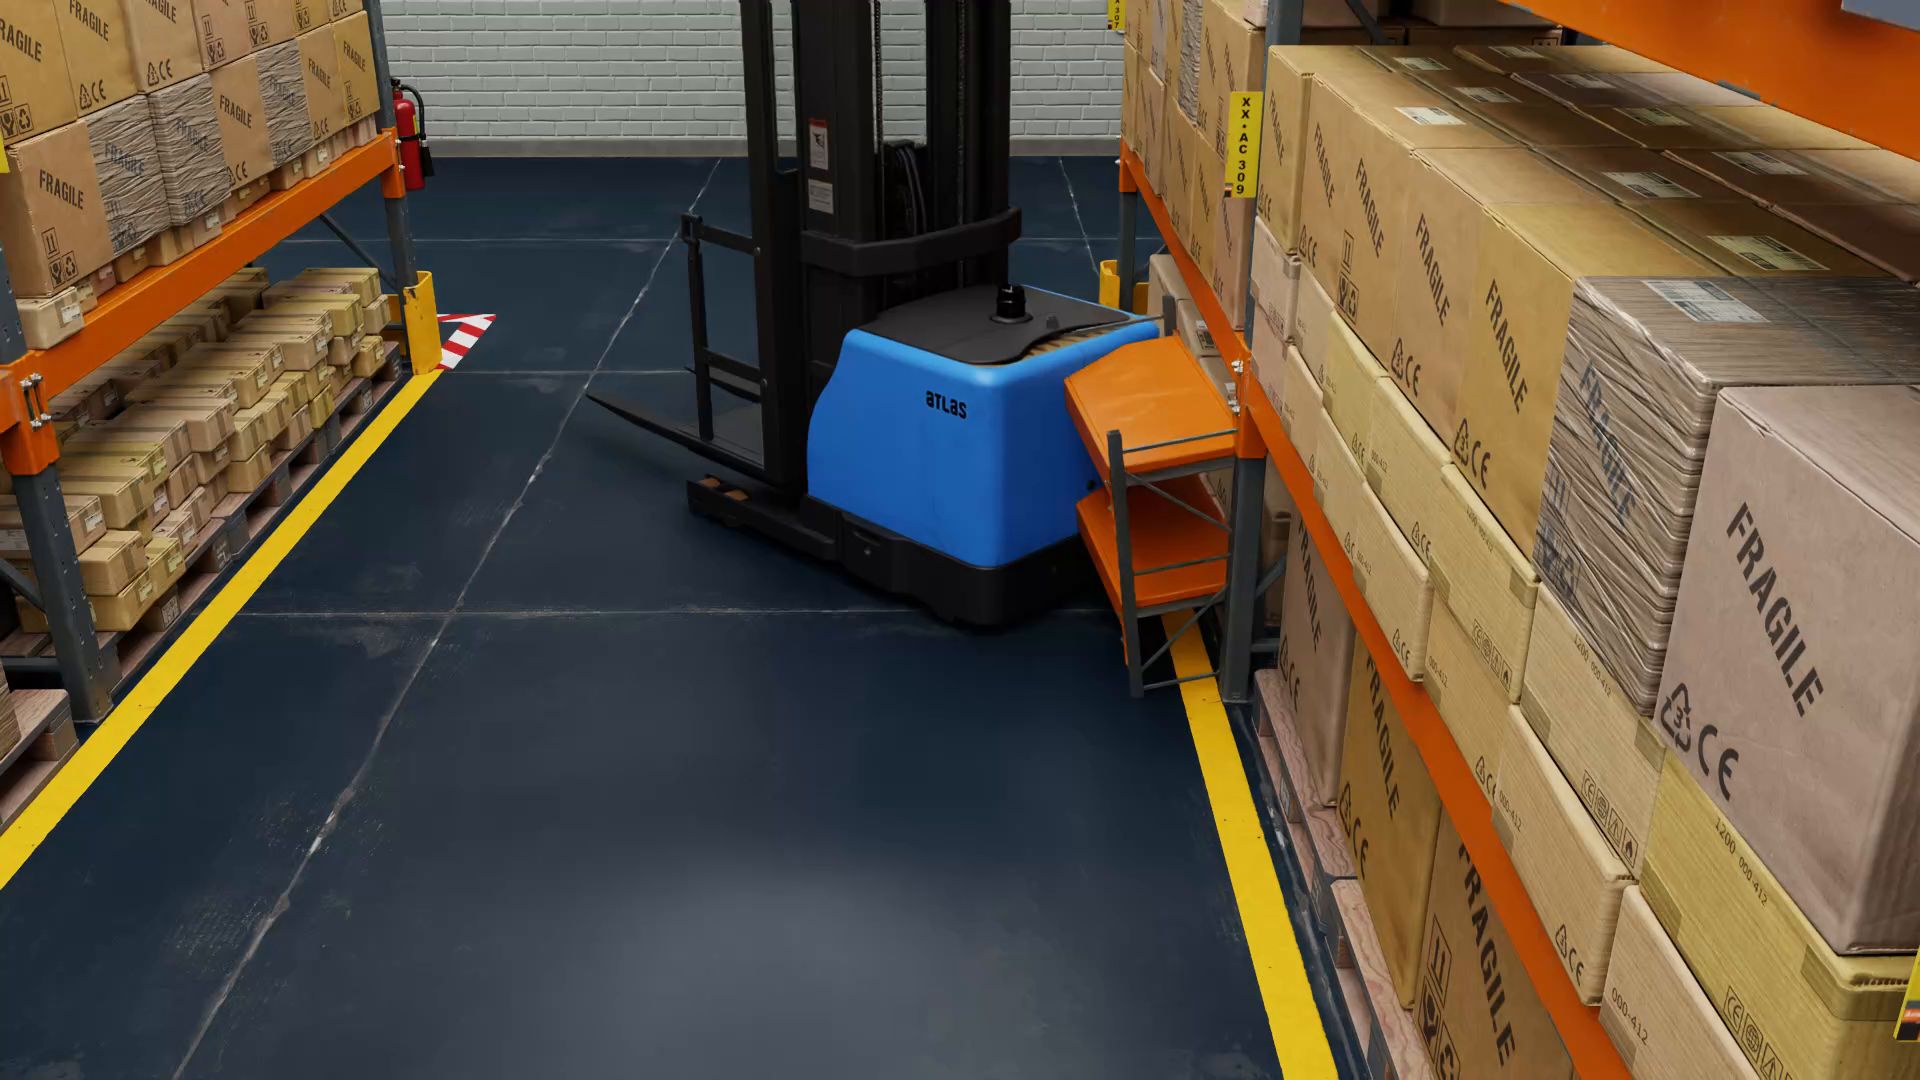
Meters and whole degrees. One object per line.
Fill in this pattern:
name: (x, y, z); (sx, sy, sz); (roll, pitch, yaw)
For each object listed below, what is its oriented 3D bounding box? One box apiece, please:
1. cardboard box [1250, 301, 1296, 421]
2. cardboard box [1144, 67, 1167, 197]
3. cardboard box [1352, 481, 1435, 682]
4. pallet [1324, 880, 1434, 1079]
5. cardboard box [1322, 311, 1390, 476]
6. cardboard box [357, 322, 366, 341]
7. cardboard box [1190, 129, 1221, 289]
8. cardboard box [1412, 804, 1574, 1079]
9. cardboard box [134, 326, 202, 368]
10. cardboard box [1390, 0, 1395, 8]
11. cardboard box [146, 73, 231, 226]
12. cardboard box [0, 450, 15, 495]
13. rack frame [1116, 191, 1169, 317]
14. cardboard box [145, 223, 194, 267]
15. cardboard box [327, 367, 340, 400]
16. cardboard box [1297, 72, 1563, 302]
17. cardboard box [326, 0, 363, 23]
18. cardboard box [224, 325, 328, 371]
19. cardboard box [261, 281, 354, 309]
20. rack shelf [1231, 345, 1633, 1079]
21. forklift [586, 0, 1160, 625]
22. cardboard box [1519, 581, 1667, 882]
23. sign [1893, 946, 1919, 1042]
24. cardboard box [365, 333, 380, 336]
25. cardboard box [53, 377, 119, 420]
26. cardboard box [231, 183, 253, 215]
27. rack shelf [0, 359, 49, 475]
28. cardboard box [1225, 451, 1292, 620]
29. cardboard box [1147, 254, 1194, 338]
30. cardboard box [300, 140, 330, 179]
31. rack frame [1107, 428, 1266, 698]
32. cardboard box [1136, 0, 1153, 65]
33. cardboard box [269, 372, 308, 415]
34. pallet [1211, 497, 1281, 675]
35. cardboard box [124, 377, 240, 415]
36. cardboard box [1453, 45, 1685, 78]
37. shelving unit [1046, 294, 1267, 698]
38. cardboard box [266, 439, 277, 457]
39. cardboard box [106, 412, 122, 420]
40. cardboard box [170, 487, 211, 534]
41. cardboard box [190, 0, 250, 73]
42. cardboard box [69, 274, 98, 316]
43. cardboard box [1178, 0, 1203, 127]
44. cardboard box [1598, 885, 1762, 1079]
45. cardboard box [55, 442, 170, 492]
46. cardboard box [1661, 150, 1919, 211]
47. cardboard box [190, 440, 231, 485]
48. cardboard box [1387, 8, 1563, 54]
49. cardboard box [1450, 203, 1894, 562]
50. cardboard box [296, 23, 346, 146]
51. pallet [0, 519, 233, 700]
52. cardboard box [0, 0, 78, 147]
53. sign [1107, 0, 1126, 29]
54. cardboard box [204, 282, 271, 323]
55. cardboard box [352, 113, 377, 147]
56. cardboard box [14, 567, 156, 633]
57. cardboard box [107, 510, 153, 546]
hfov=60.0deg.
cardboard box: (1.179, -0.553, 5.014); (0.500, 0.250, 0.500); (-1, 24, -2)
cardboard box: (1.134, -1.880, 7.646); (0.500, 0.500, 0.500); (0, 24, -1)
cardboard box: (1.172, 0.078, 3.620); (0.500, 0.250, 0.500); (-1, 24, -1)
pallet: (1.538, 1.289, 4.144); (1.003, 0.211, 1.213); (0, 24, -1)
cardboard box: (1.174, -0.358, 3.976); (0.500, 0.250, 0.500); (0, 24, 0)
cardboard box: (-3.314, -1.092, 8.612); (0.380, 0.149, 0.250); (-1, 24, -2)
cardboard box: (1.166, -1.251, 6.255); (0.500, 0.500, 0.500); (-1, 24, -2)
cardboard box: (1.552, 0.969, 3.536); (0.875, 0.875, 0.875); (0, 24, 0)
cardboard box: (-3.811, -0.900, 7.828); (0.380, 0.149, 0.250); (1, 24, 2)
cardboard box: (1.630, -1.942, 5.782); (0.380, 0.149, 0.250); (-1, 24, -1)
cardboard box: (-3.246, -1.537, 6.527); (0.500, 0.500, 0.500); (-1, 24, -2)
cardboard box: (-3.827, -0.256, 6.404); (0.380, 0.149, 0.250); (0, 24, -1)
rack frame: (1.395, -2.452, 9.031); (1.000, 3.000, 0.127); (0, 24, -1)
cardboard box: (-3.253, -1.175, 6.513); (0.380, 0.149, 0.250); (0, 24, 0)
cardboard box: (-3.303, -0.748, 8.213); (0.380, 0.149, 0.250); (0, 24, 0)
cardboard box: (1.189, -0.912, 4.293); (0.500, 0.500, 0.500); (0, 24, -1)
cardboard box: (-3.300, -2.837, 8.187); (0.500, 0.500, 0.500); (-1, 24, -2)
cardboard box: (-3.222, -0.907, 7.843); (0.380, 0.149, 0.250); (1, 24, 1)
cardboard box: (-3.350, -1.230, 8.559); (0.380, 0.149, 0.250); (0, 24, 0)
rack shelf: (1.460, 0.348, 3.712); (1.077, 0.370, 4.000); (0, 24, -1)
forklift: (-0.583, -1.522, 7.058); (1.130, 2.935, 3.031); (-22, 32, -40)
cardboard box: (1.213, 0.276, 2.576); (0.500, 0.250, 0.500); (-1, 24, -2)
sign: (0.927, 0.321, 1.495); (0.100, 0.325, 0.005); (0, 24, -1)
cardboard box: (-3.340, -1.064, 8.913); (0.380, 0.149, 0.250); (0, 24, 0)
cardboard box: (-3.862, -0.586, 7.133); (0.380, 0.149, 0.250); (-1, 24, -2)
cardboard box: (-3.323, -1.500, 7.231); (0.380, 0.149, 0.250); (0, 24, 0)
rack shelf: (-3.489, 0.412, 3.571); (1.077, 0.370, 4.000); (0, 24, -1)
cardboard box: (1.539, -0.087, 6.401); (0.875, 0.438, 0.875); (-1, 24, -1)
cardboard box: (1.502, -1.204, 8.872); (0.875, 0.438, 0.875); (-1, 24, -2)
cardboard box: (-3.259, -1.829, 7.959); (0.380, 0.149, 0.250); (0, 24, 1)
rack frame: (0.801, 0.083, 5.768); (0.500, 1.125, 0.032); (-11, 30, -4)
cardboard box: (1.128, -2.541, 7.893); (0.500, 0.500, 0.500); (-1, 24, -2)
cardboard box: (-3.253, -0.666, 7.672); (0.380, 0.149, 0.250); (1, 24, 2)
pallet: (1.508, 0.153, 6.655); (1.003, 0.211, 1.213); (0, 24, -1)
cardboard box: (-3.335, -0.588, 7.138); (0.380, 0.149, 0.250); (-1, 24, -3)
cardboard box: (1.694, -1.122, 4.755); (0.500, 0.500, 0.500); (1, 24, 1)
shelving unit: (0.723, -0.164, 6.206); (0.538, 1.125, 1.048); (-11, 30, -4)
cardboard box: (-3.327, -0.426, 7.501); (0.380, 0.149, 0.250); (0, 24, 1)
cardboard box: (-3.777, -0.437, 7.165); (0.380, 0.149, 0.250); (-1, 24, -3)
cardboard box: (-3.303, -0.100, 6.780); (0.380, 0.149, 0.250); (-1, 24, -2)
cardboard box: (-3.271, -2.196, 6.770); (0.500, 0.500, 0.500); (-1, 24, -2)
cardboard box: (-3.263, -0.849, 5.793); (0.380, 0.149, 0.250); (0, 24, 1)
cardboard box: (1.145, -1.917, 6.513); (0.500, 0.500, 0.500); (0, 24, 0)
cardboard box: (1.217, 0.706, 2.231); (0.500, 0.250, 0.500); (-1, 24, -2)
cardboard box: (-3.303, -0.264, 6.421); (0.380, 0.149, 0.250); (-1, 24, -1)
cardboard box: (1.714, -0.486, 3.350); (0.500, 0.500, 0.500); (0, 24, 0)
cardboard box: (-3.305, -0.347, 6.966); (0.380, 0.149, 0.250); (1, 24, 2)
cardboard box: (1.675, -1.502, 5.596); (0.500, 0.500, 0.500); (0, 24, 0)
cardboard box: (1.202, -0.284, 2.904); (0.500, 0.500, 0.500); (0, 24, -1)
cardboard box: (-3.291, -2.173, 7.931); (0.500, 0.500, 0.500); (-1, 24, -1)
pallet: (-3.553, 0.254, 6.431); (1.003, 0.211, 1.213); (0, 24, -1)
cardboard box: (-3.272, -1.563, 5.371); (0.500, 0.500, 0.500); (0, 24, 1)
sign: (0.840, -2.882, 8.836); (0.100, 0.325, 0.005); (0, 24, -1)
cardboard box: (-3.765, -1.221, 8.537); (0.380, 0.149, 0.250); (0, 24, 0)
cardboard box: (-3.268, -2.140, 8.647); (0.380, 0.149, 0.250); (0, 24, 0)
cardboard box: (-3.193, 0.217, 6.081); (0.380, 0.149, 0.250); (-1, 24, -3)
cardboard box: (-3.287, -0.022, 6.248); (0.380, 0.149, 0.250); (0, 24, 0)
